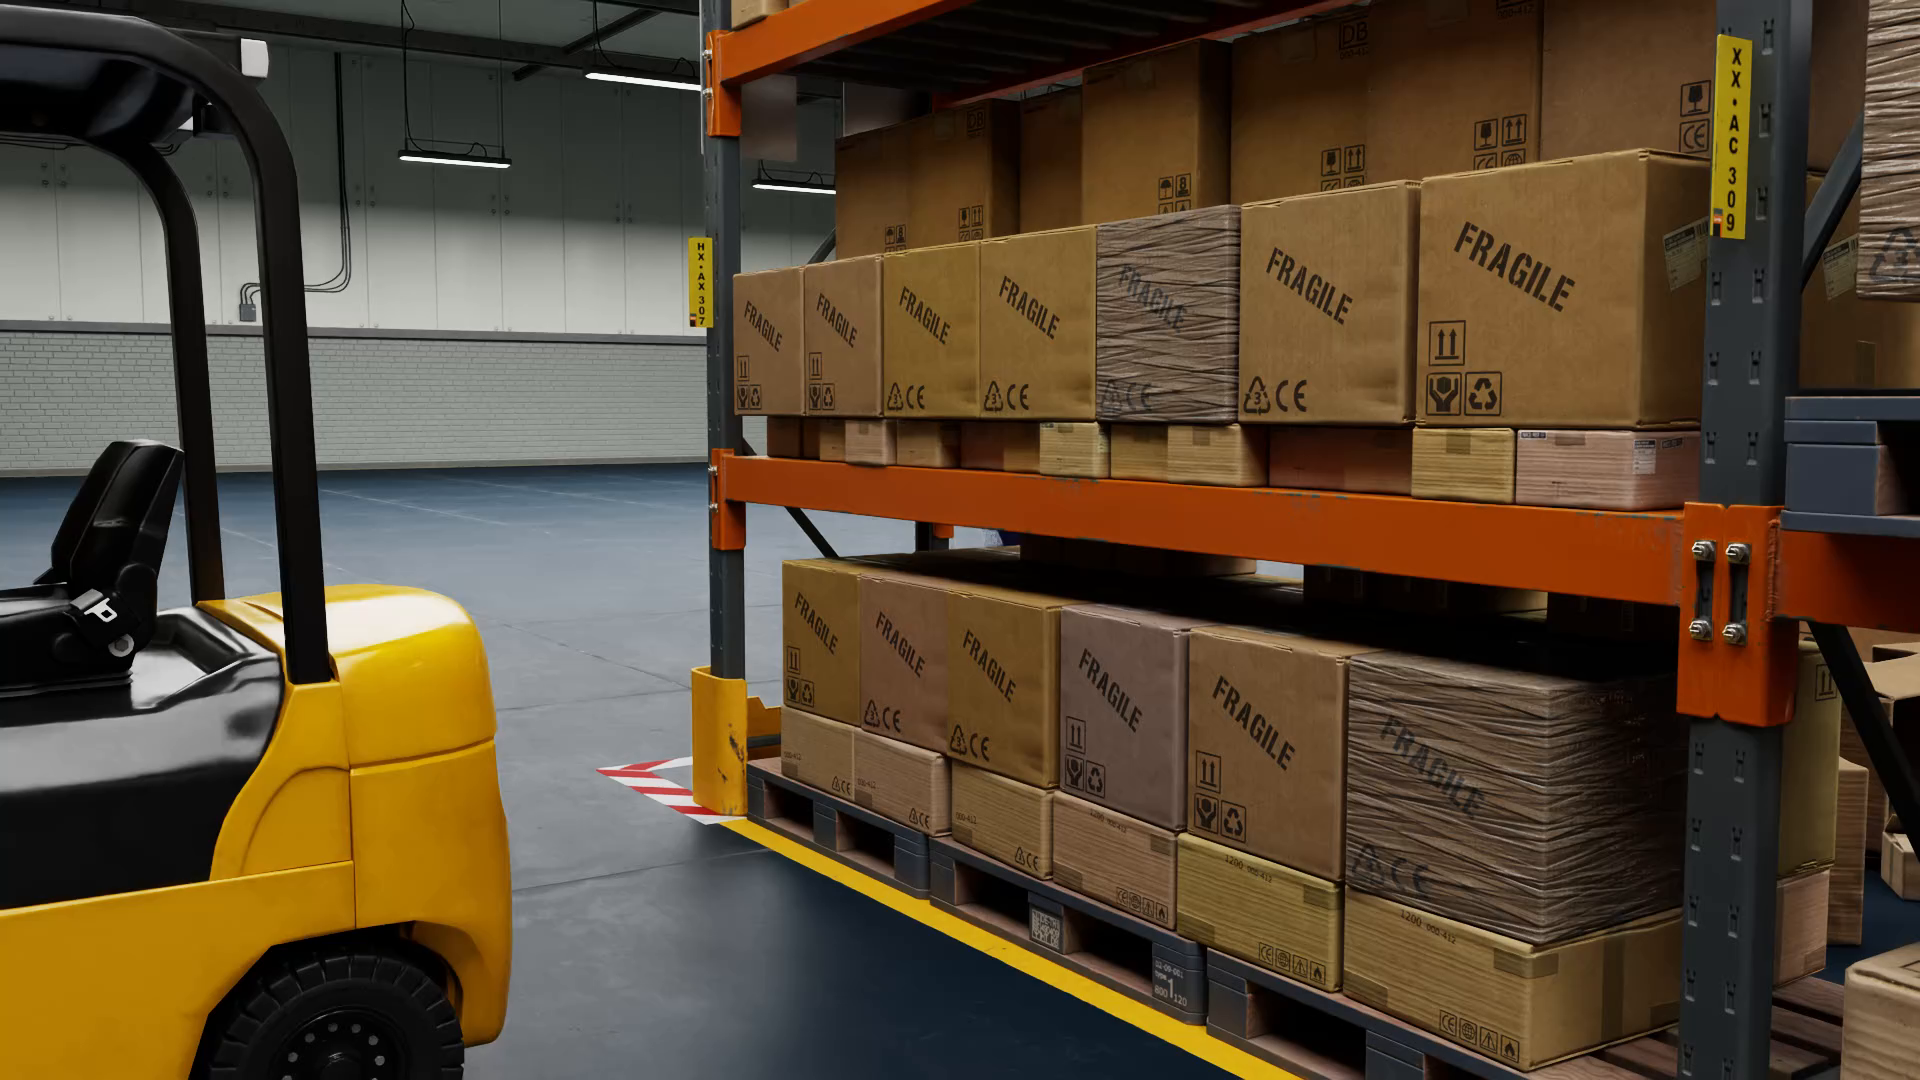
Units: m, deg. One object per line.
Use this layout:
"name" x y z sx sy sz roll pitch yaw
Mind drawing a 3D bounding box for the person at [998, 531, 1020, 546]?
"person" 0.375 -0.069 8.936 0.379 1.654 0.490 1 5 10
